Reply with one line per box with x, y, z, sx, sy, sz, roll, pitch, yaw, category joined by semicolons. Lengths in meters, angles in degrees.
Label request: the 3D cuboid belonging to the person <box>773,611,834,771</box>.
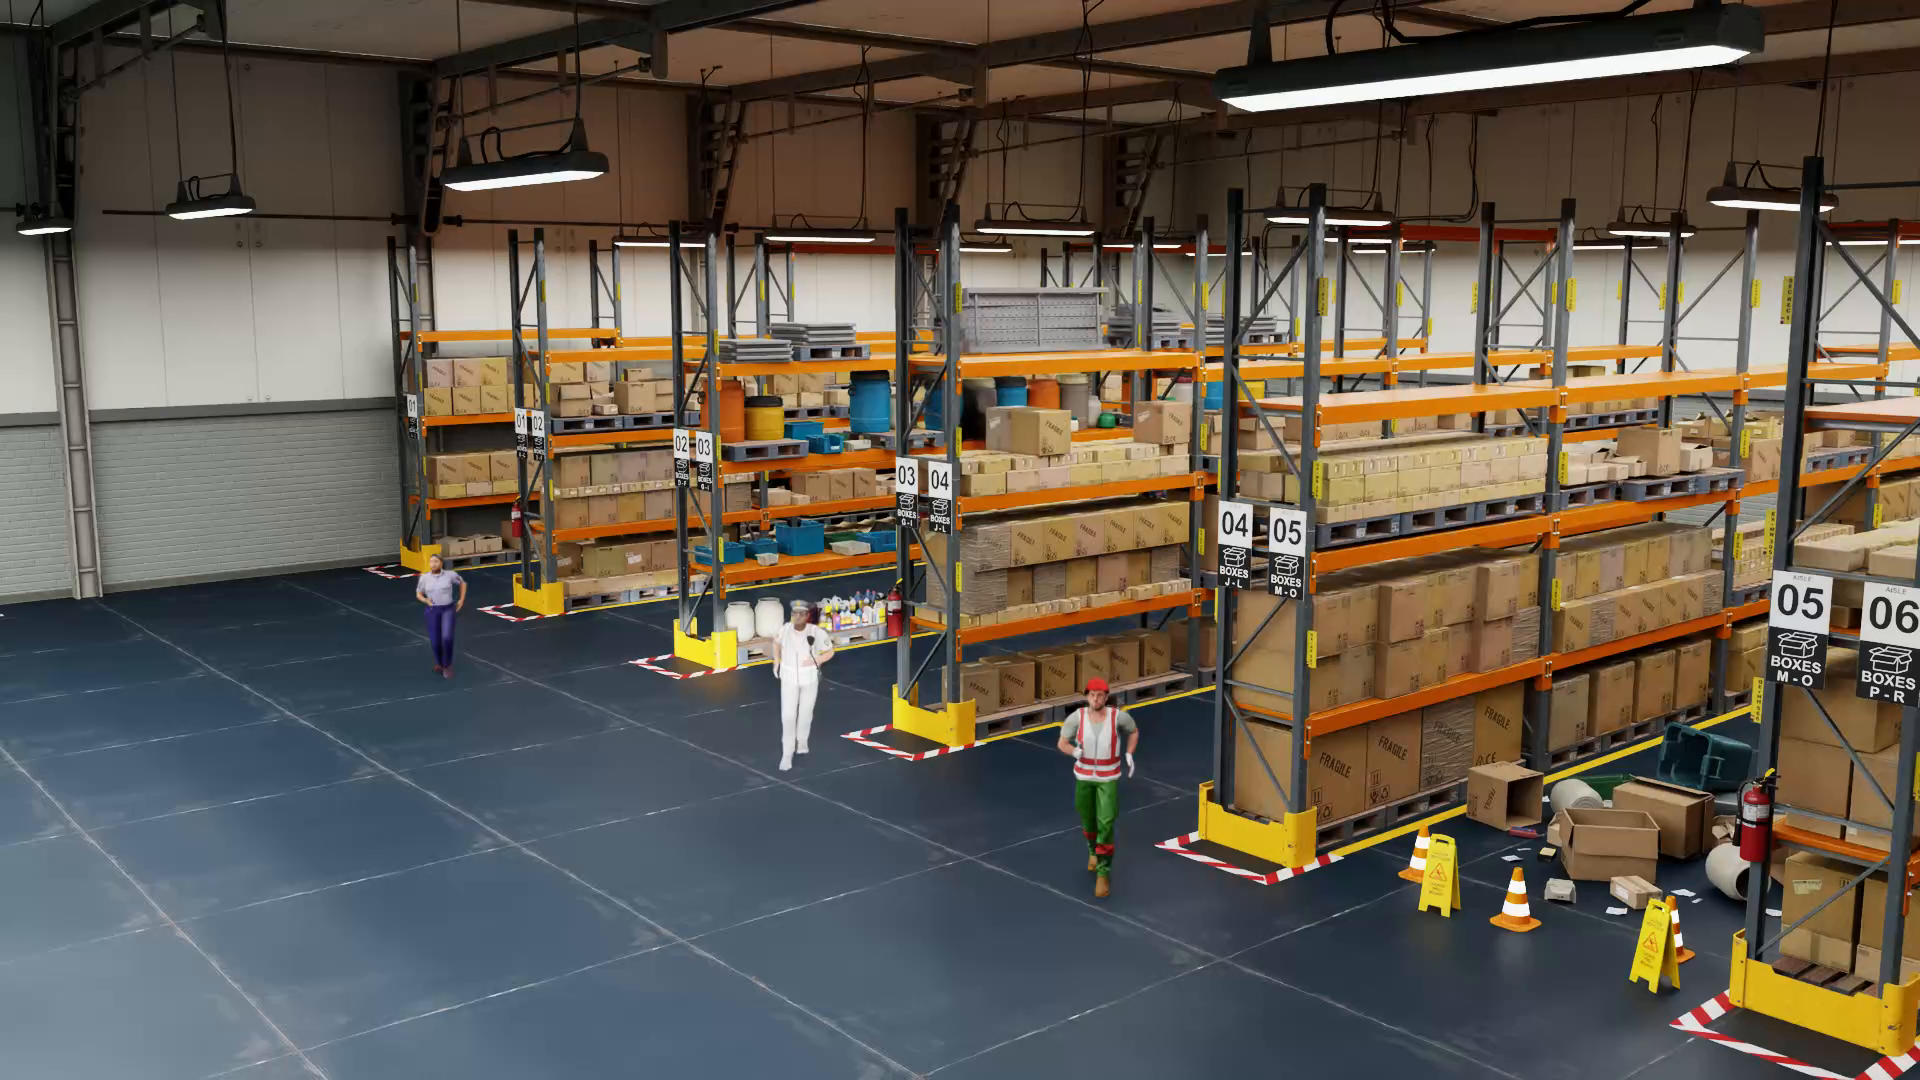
-1.696;1.553;18.050;0.676;1.775;0.747;0;9;0;person

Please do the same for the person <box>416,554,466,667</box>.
-6.879;0.939;22.035;0.610;1.527;0.686;-1;9;-9;person

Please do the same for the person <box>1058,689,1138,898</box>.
1.168;2.088;14.324;0.667;1.753;0.865;2;9;13;person
